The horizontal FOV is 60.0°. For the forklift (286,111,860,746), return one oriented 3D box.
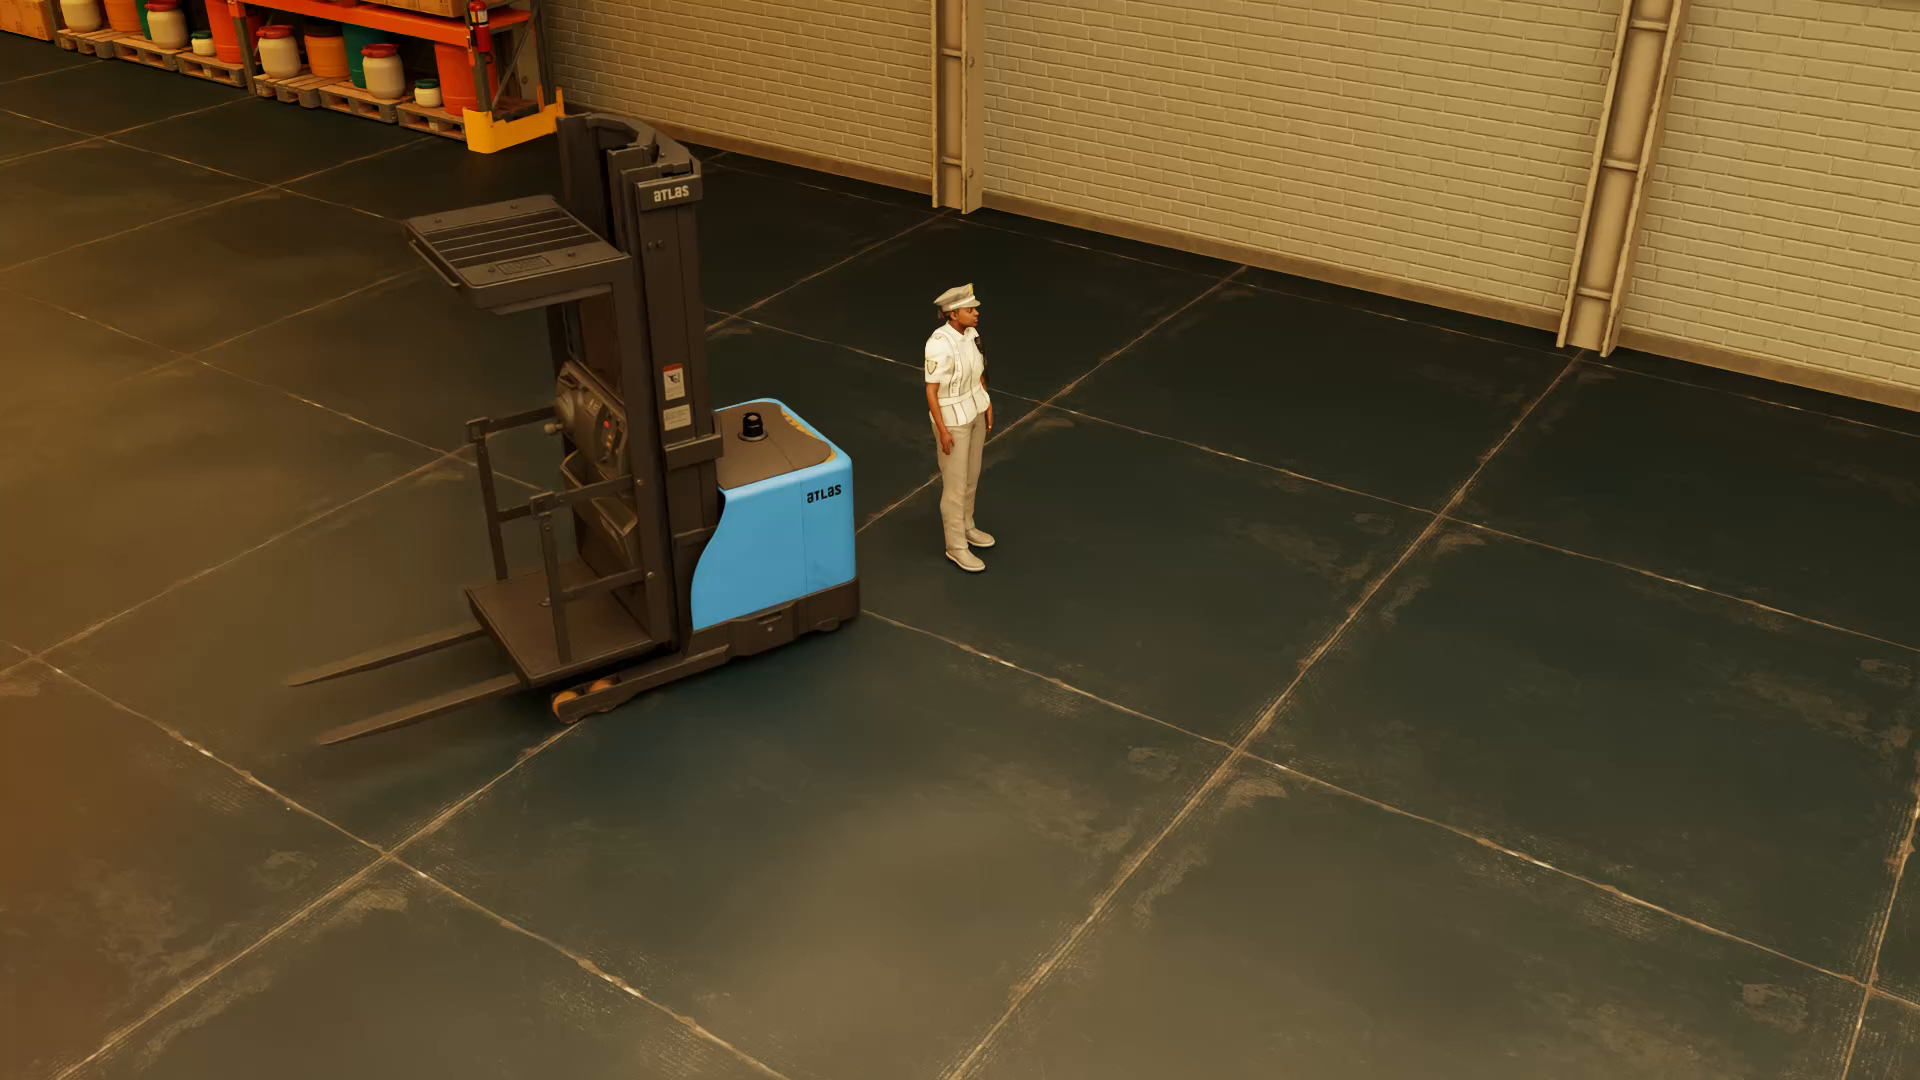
[{"bbox_3d":[-2.101,-0.599,8.613,3.031,2.935,1.130,-18,35,-28],"label":"forklift"}]

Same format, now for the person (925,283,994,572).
[{"bbox_3d":[0.051,-0.710,10.021,0.530,1.694,0.569,19,35,29],"label":"person"}]
